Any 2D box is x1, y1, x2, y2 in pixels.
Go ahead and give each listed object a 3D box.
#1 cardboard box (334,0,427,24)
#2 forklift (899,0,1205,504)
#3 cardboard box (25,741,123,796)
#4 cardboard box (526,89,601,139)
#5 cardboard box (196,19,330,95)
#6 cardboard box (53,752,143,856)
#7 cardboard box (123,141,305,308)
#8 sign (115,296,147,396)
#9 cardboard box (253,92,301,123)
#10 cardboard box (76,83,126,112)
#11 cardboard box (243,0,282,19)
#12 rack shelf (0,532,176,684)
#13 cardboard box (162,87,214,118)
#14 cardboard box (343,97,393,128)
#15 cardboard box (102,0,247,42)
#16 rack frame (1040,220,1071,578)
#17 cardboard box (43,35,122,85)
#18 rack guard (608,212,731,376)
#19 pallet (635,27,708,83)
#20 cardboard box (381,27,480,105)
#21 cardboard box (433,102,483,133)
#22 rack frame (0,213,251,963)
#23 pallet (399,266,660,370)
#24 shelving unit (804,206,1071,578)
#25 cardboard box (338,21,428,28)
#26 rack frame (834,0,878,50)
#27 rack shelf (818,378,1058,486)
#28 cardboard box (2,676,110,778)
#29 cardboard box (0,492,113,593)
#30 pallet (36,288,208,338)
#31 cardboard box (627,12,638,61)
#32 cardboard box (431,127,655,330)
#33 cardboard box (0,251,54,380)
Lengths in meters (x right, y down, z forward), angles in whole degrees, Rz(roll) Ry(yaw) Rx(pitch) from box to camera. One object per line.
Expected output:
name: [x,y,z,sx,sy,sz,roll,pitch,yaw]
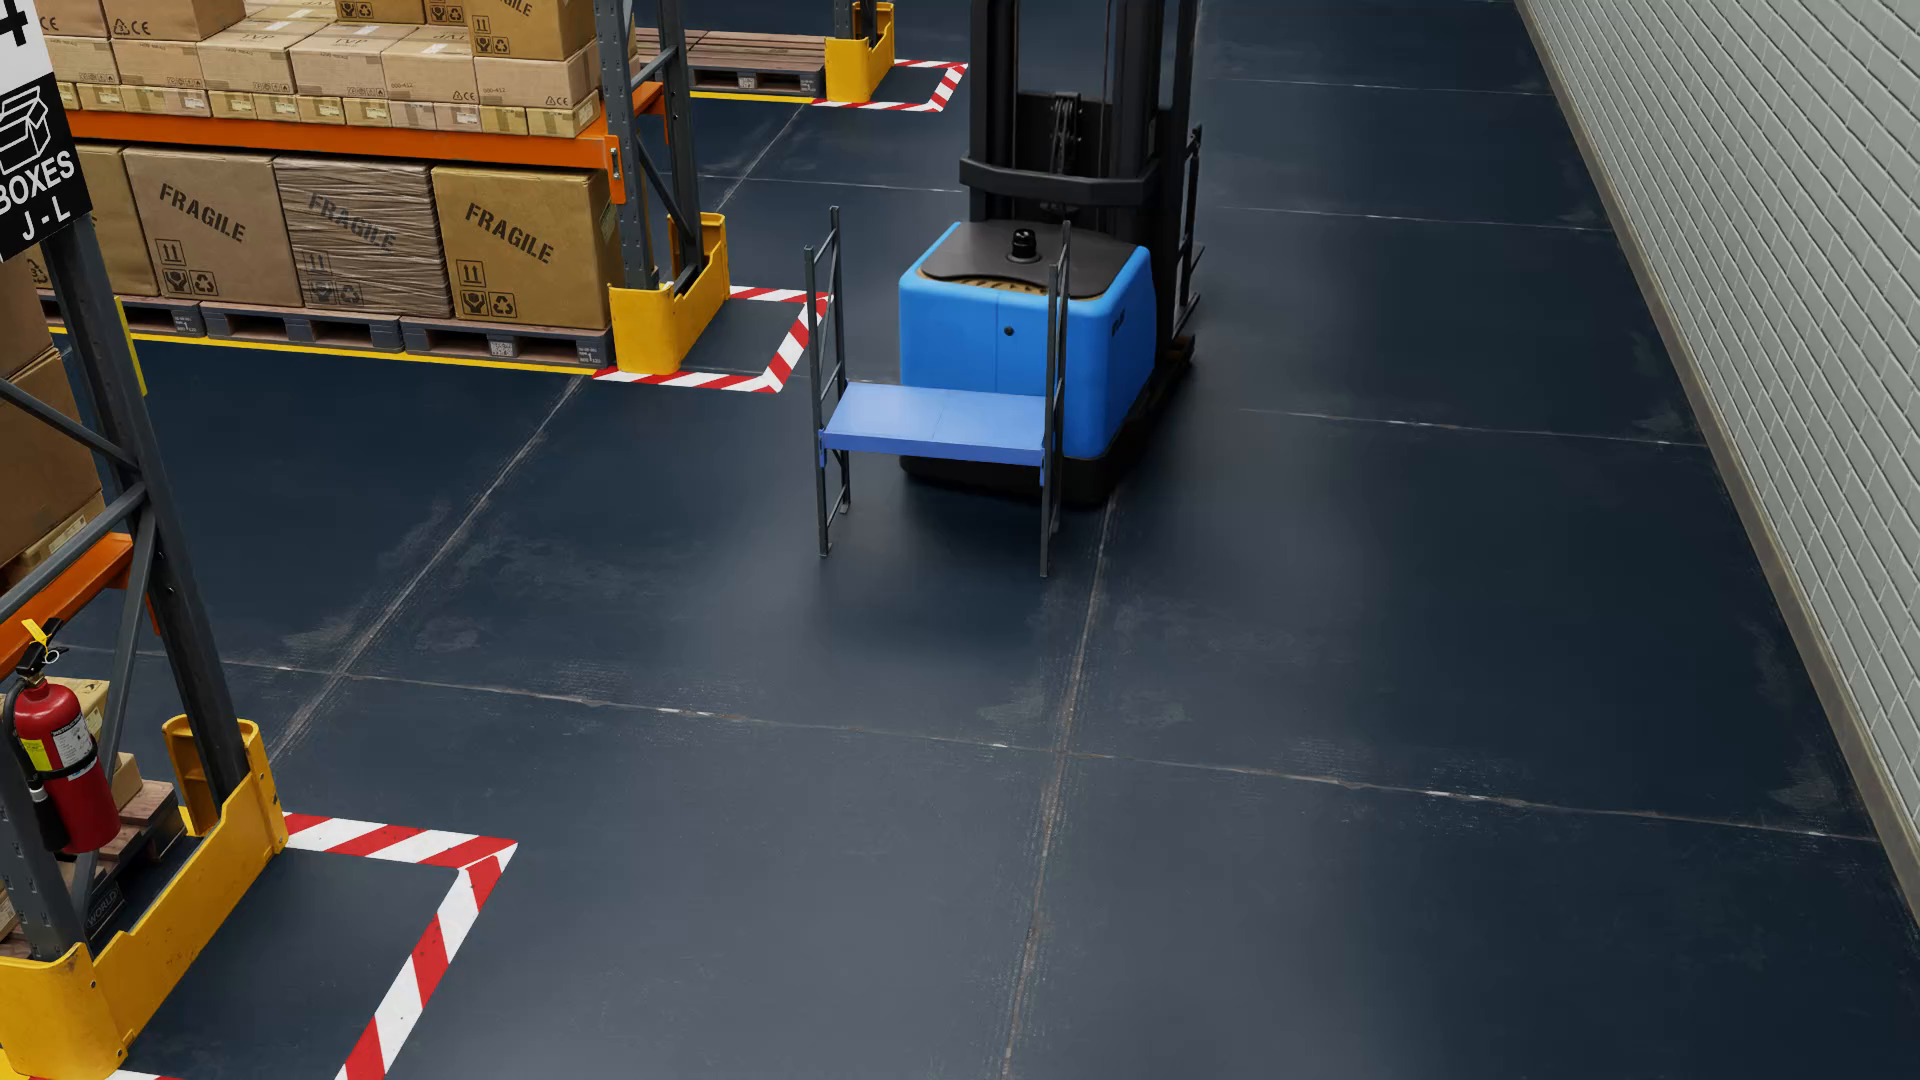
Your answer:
cardboard box: [-3.110,-3.152,9.113,0.500,0.500,0.500,4,32,7]
forklift: [0.675,-2.188,8.483,1.130,2.935,3.031,11,34,17]
cardboard box: [-3.085,0.808,5.642,0.250,0.149,0.380,6,33,10]
cardboard box: [-2.084,-2.253,8.759,0.250,0.149,0.380,6,33,9]
cardboard box: [-3.716,-2.602,8.941,0.500,0.250,0.500,5,32,8]
cardboard box: [-3.075,0.901,5.774,0.250,0.149,0.380,6,33,9]
cardboard box: [-4.097,-1.953,9.650,0.875,0.875,0.875,5,32,8]
sign: [-2.521,-0.566,5.010,0.005,0.325,0.100,5,32,8]
cardboard box: [-3.591,-2.390,8.977,0.250,0.149,0.380,6,33,9]
cardboard box: [-4.607,-2.481,9.123,0.250,0.149,0.380,4,32,7]
cardboard box: [-4.128,-2.927,9.460,0.500,0.250,0.500,6,33,9]
rack shelf: [-4.584,0.212,5.263,4.000,0.370,1.077,5,32,8]
cardboard box: [-4.108,-2.435,9.049,0.250,0.149,0.380,6,32,9]
cardboard box: [-3.091,-2.343,8.903,0.250,0.149,0.380,4,32,7]
cardboard box: [-4.194,-2.969,8.820,0.500,0.500,0.500,4,32,7]
rack frame: [0.417,-0.598,7.292,0.032,1.500,0.500,5,32,8]
cardboard box: [-4.712,-2.693,9.087,0.500,0.250,0.500,5,32,8]
rack guard: [-1.654,-1.438,9.576,0.348,0.500,1.175,5,32,8]
pallet: [-2.850,-4.112,14.121,1.213,0.211,1.003,5,32,8]
cardboard box: [-2.700,-2.512,8.798,0.500,0.250,0.500,5,32,7]
cardboard box: [-2.589,-2.298,8.832,0.250,0.149,0.380,5,32,8]
rack frame: [-2.612,0.085,4.787,0.127,3.000,1.000,5,32,8]
pallet: [-2.479,-1.348,9.705,1.213,0.211,1.003,5,32,8]
shelving unit: [-0.084,-0.643,7.364,1.048,1.500,0.538,5,32,8]
cardboard box: [-3.114,-2.836,9.315,0.500,0.250,0.500,4,32,7]
rack frame: [-0.845,-5.090,13.055,0.127,3.000,1.000,5,32,8]
rack shelf: [-0.084,-0.491,7.460,1.000,0.185,0.538,5,32,8]
cardboard box: [-3.071,0.639,5.632,0.250,0.149,0.380,4,32,6]
cardboard box: [-2.876,-0.009,5.173,0.250,0.149,0.380,5,32,8]
pallet: [-4.885,-1.566,10.053,1.213,0.211,1.003,5,32,8]
cardboard box: [-2.106,-2.746,9.172,0.500,0.250,0.500,4,32,7]
cardboard box: [-2.322,-1.793,9.393,0.875,0.875,0.875,5,32,8]
cardboard box: [-3.010,-0.686,4.702,0.500,0.500,0.500,5,32,8]
